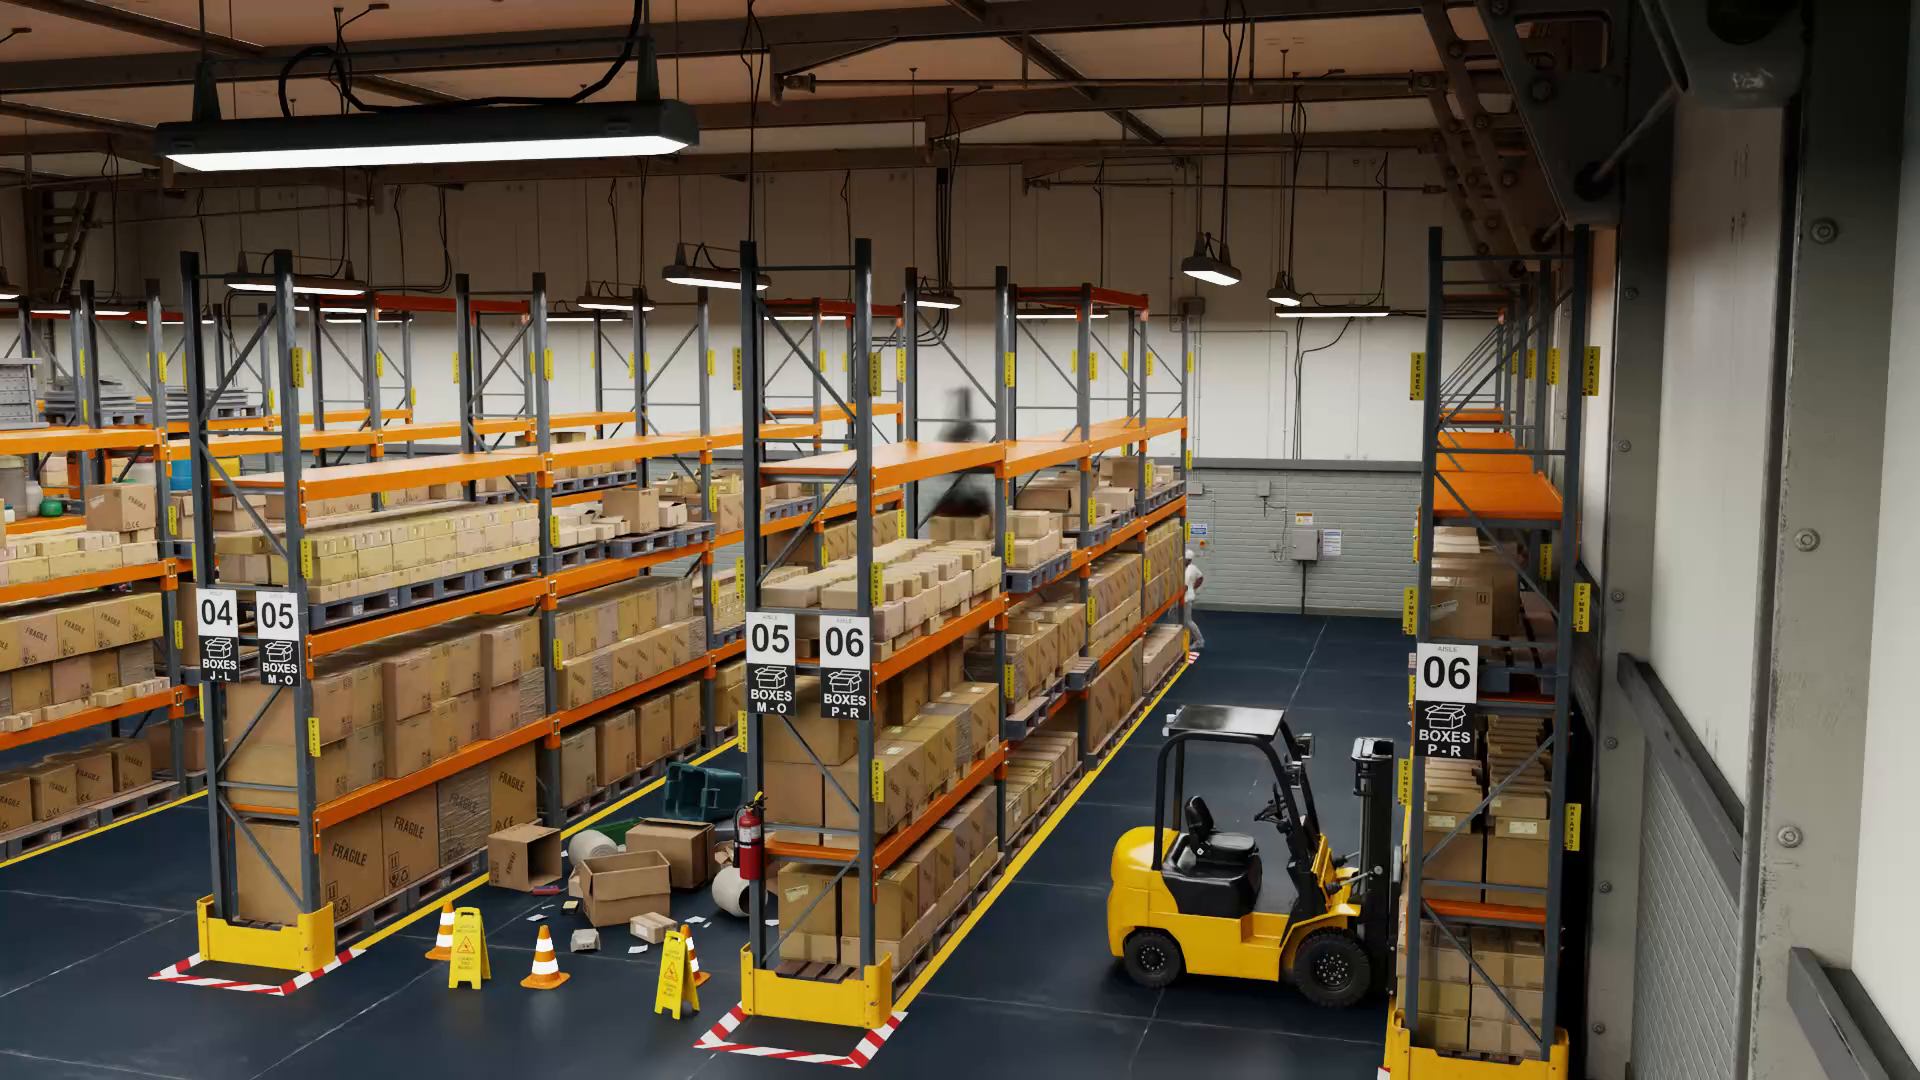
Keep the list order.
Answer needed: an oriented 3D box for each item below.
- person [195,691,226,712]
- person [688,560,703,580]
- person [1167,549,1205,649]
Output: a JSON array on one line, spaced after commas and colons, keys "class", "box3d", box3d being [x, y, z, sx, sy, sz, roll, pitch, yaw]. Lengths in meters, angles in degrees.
[{"class": "person", "box3d": [-11.007, 1.585, 24.467, 0.658, 1.728, 0.950, 1, 6, 5]}, {"class": "person", "box3d": [-4.584, 1.121, 29.092, 0.570, 1.550, 0.722, 0, 6, 3]}, {"class": "person", "box3d": [3.906, 1.055, 28.968, 0.728, 1.800, 0.672, 1, 6, 9]}]
